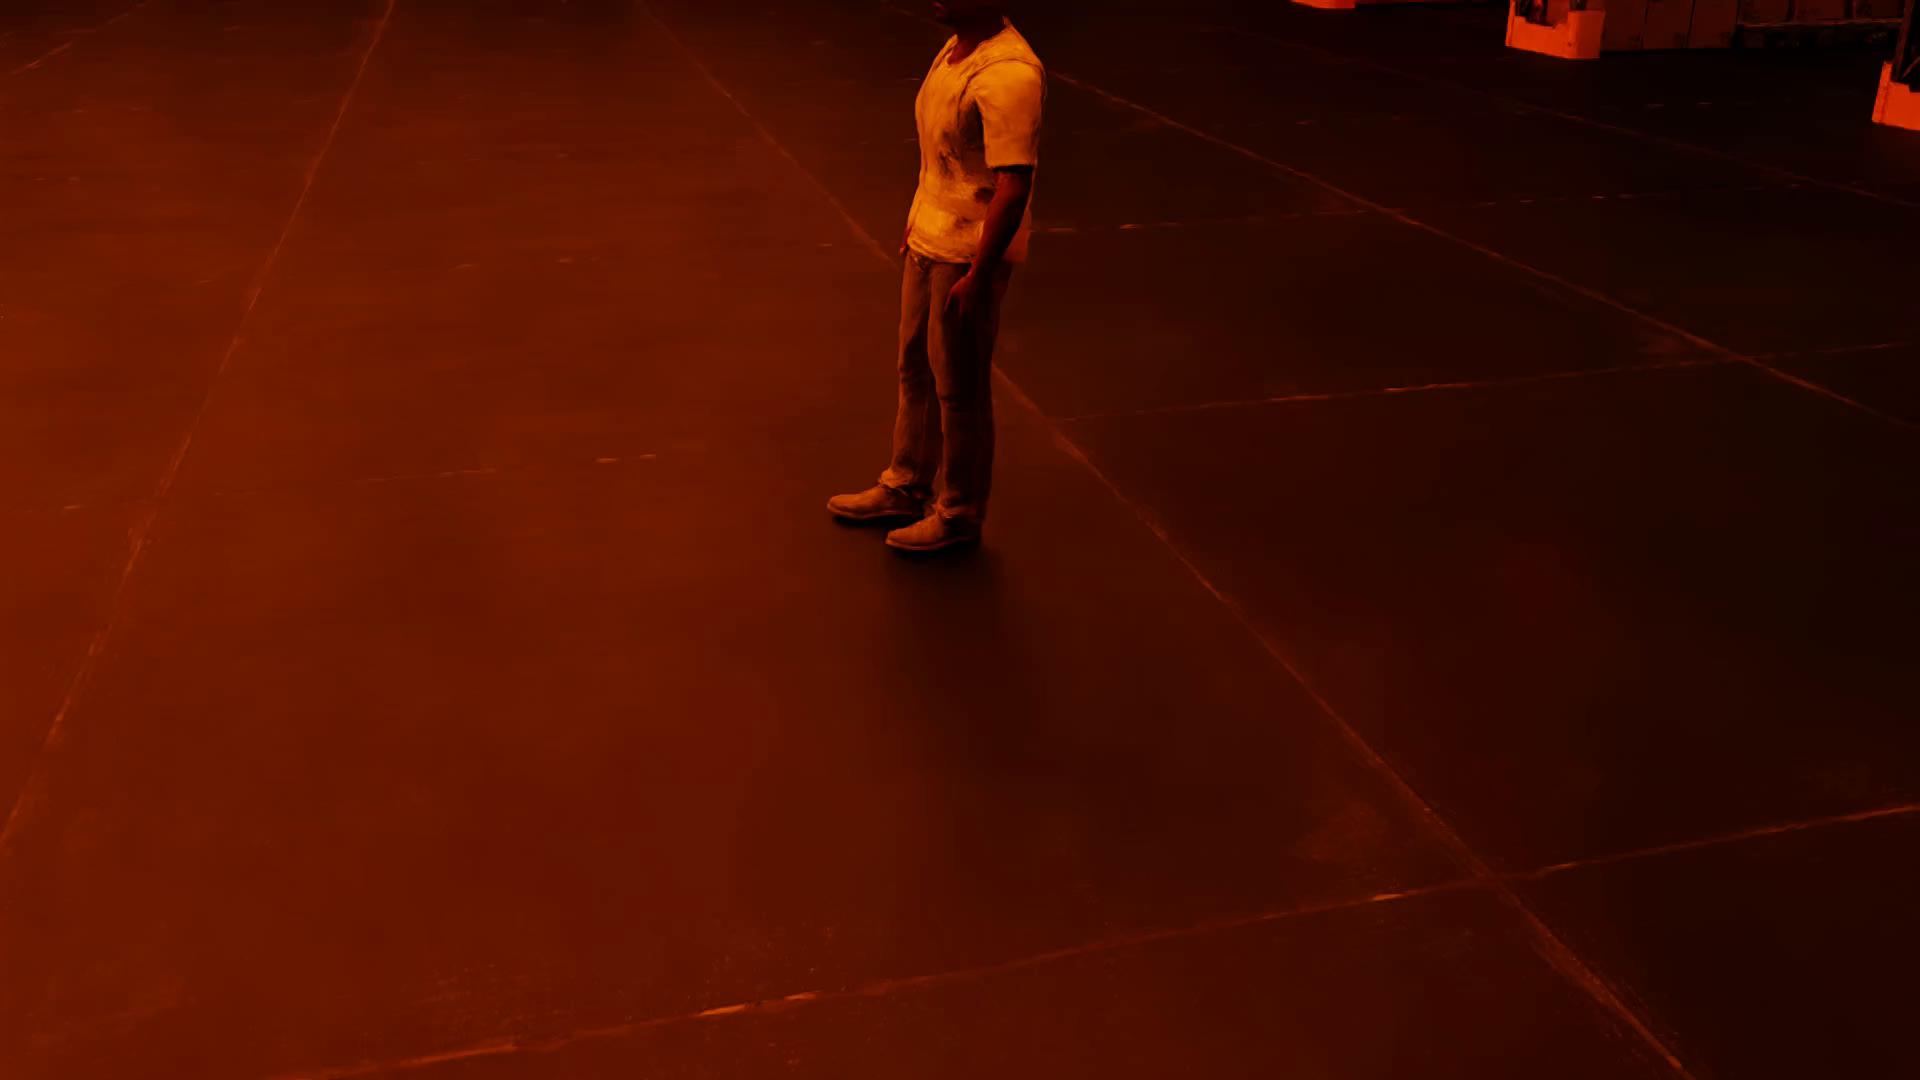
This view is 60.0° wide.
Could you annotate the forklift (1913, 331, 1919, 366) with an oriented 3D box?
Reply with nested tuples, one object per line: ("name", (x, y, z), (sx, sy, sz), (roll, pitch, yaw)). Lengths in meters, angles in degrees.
("forklift", (5.217, -2.146, 6.351), (3.031, 2.935, 1.130), (-15, 27, -32))

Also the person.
("person", (-0.069, -0.814, 4.692), (0.576, 1.766, 0.665), (-6, 24, -14))
